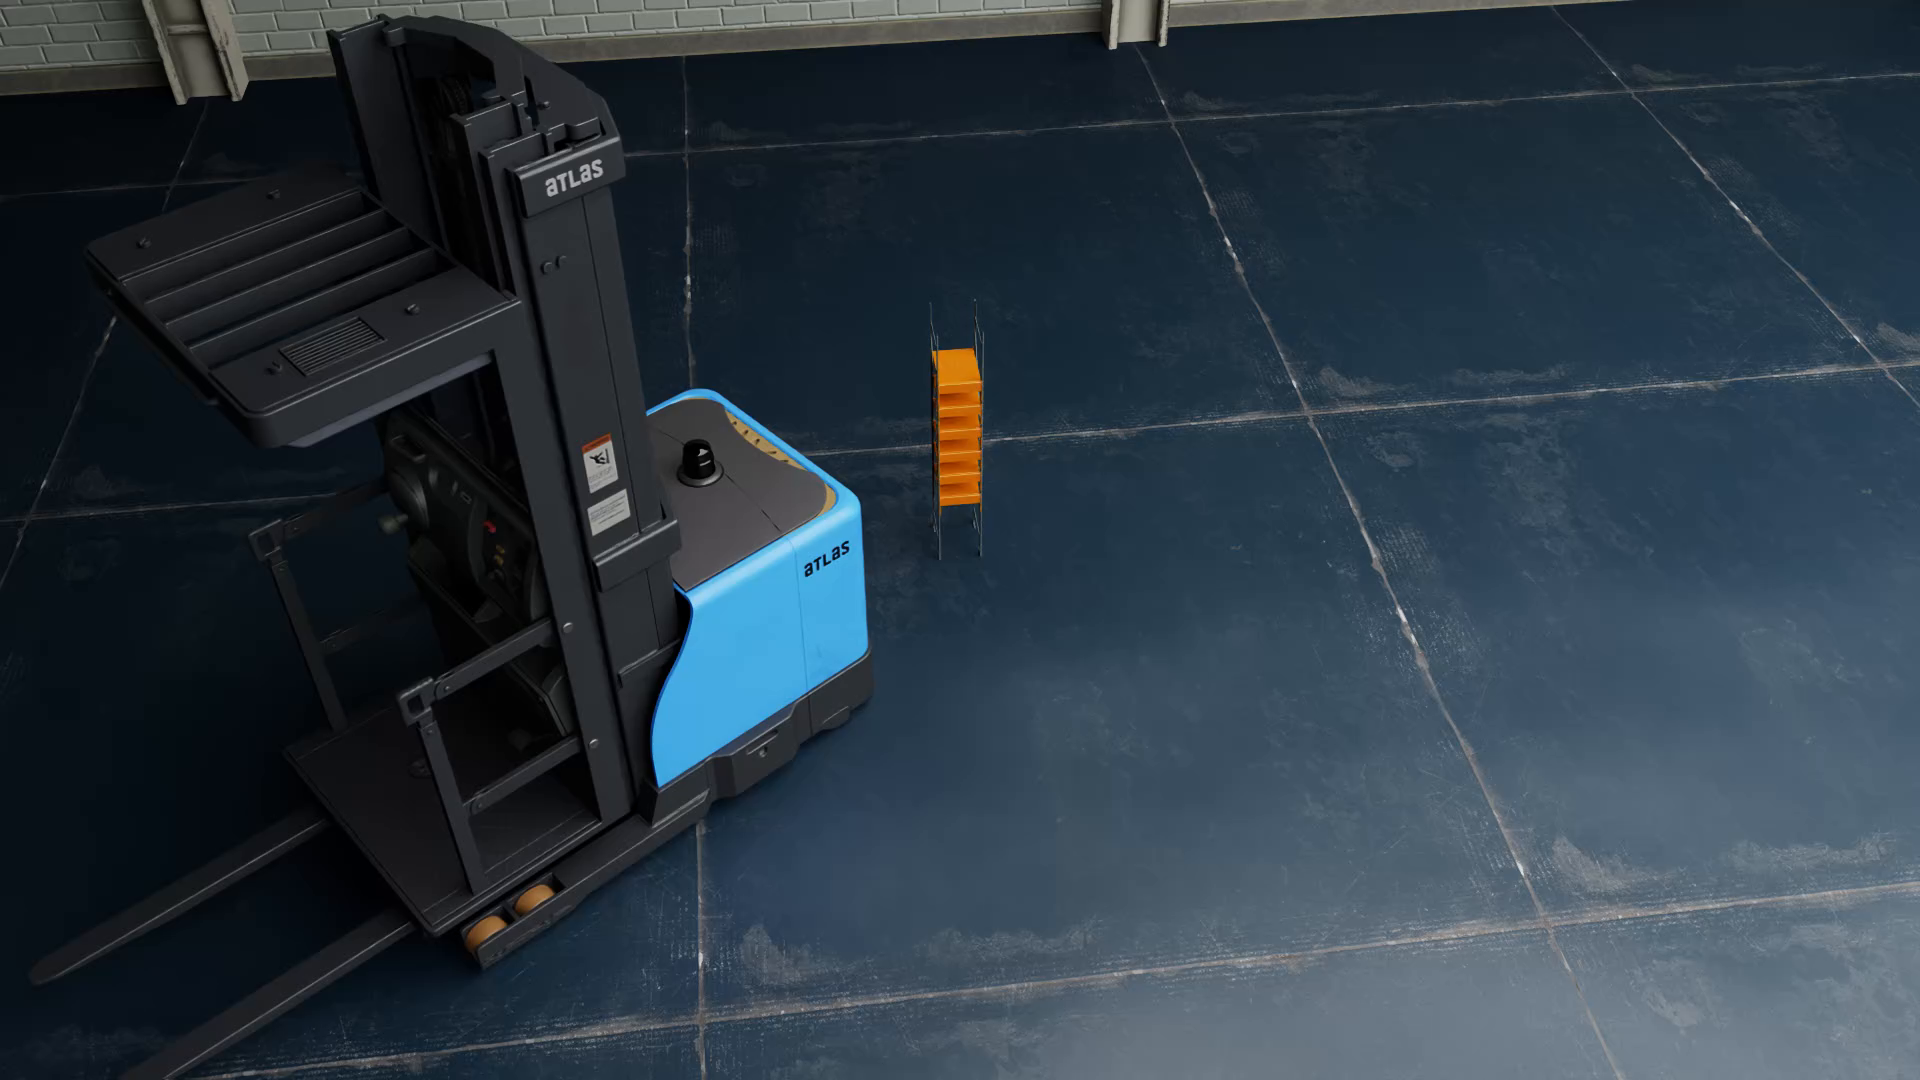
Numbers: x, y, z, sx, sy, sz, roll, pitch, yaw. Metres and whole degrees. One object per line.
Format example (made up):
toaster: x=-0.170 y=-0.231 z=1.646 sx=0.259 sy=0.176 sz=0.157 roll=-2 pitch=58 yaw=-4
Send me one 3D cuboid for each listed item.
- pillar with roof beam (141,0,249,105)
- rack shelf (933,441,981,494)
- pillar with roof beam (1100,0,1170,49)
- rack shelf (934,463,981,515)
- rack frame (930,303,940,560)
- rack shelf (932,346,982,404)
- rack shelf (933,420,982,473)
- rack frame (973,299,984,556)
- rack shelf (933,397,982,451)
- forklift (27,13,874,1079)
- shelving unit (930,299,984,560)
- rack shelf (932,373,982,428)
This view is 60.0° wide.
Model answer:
pillar with roof beam: x=-4.225 y=-3.357 z=4.468 sx=0.400 sy=9.000 sz=9.100 roll=-5 pitch=42 yaw=-6
rack shelf: x=-0.014 y=-0.322 z=7.172 sx=0.180 sy=0.103 sz=0.258 roll=-5 pitch=42 yaw=-6
pillar with roof beam: x=1.725 y=-3.878 z=5.045 sx=0.400 sy=9.000 sz=9.100 roll=-5 pitch=42 yaw=-6
rack shelf: x=-0.014 y=-0.233 z=7.252 sx=0.180 sy=0.103 sz=0.258 roll=-5 pitch=42 yaw=-6
rack frame: x=-0.105 y=-0.436 z=7.053 sx=0.006 sy=1.200 sz=0.240 roll=-5 pitch=42 yaw=-6
rack shelf: x=-0.014 y=-0.679 z=6.851 sx=0.180 sy=0.103 sz=0.258 roll=-5 pitch=42 yaw=-6
rack shelf: x=-0.014 y=-0.411 z=7.092 sx=0.180 sy=0.103 sz=0.258 roll=-5 pitch=42 yaw=-6
rack frame: x=0.076 y=-0.452 z=7.071 sx=0.006 sy=1.200 sz=0.240 roll=-5 pitch=42 yaw=-6
rack shelf: x=-0.014 y=-0.500 z=7.011 sx=0.180 sy=0.103 sz=0.258 roll=-5 pitch=42 yaw=-6
forklift: x=-1.769 y=-0.005 z=5.282 sx=3.031 sy=2.935 sz=1.130 roll=-32 pitch=51 yaw=-30
shelving unit: x=-0.014 y=-0.444 z=7.062 sx=0.189 sy=1.200 sz=0.258 roll=-5 pitch=42 yaw=-6
rack shelf: x=-0.014 y=-0.589 z=6.931 sx=0.180 sy=0.103 sz=0.258 roll=-5 pitch=42 yaw=-6
